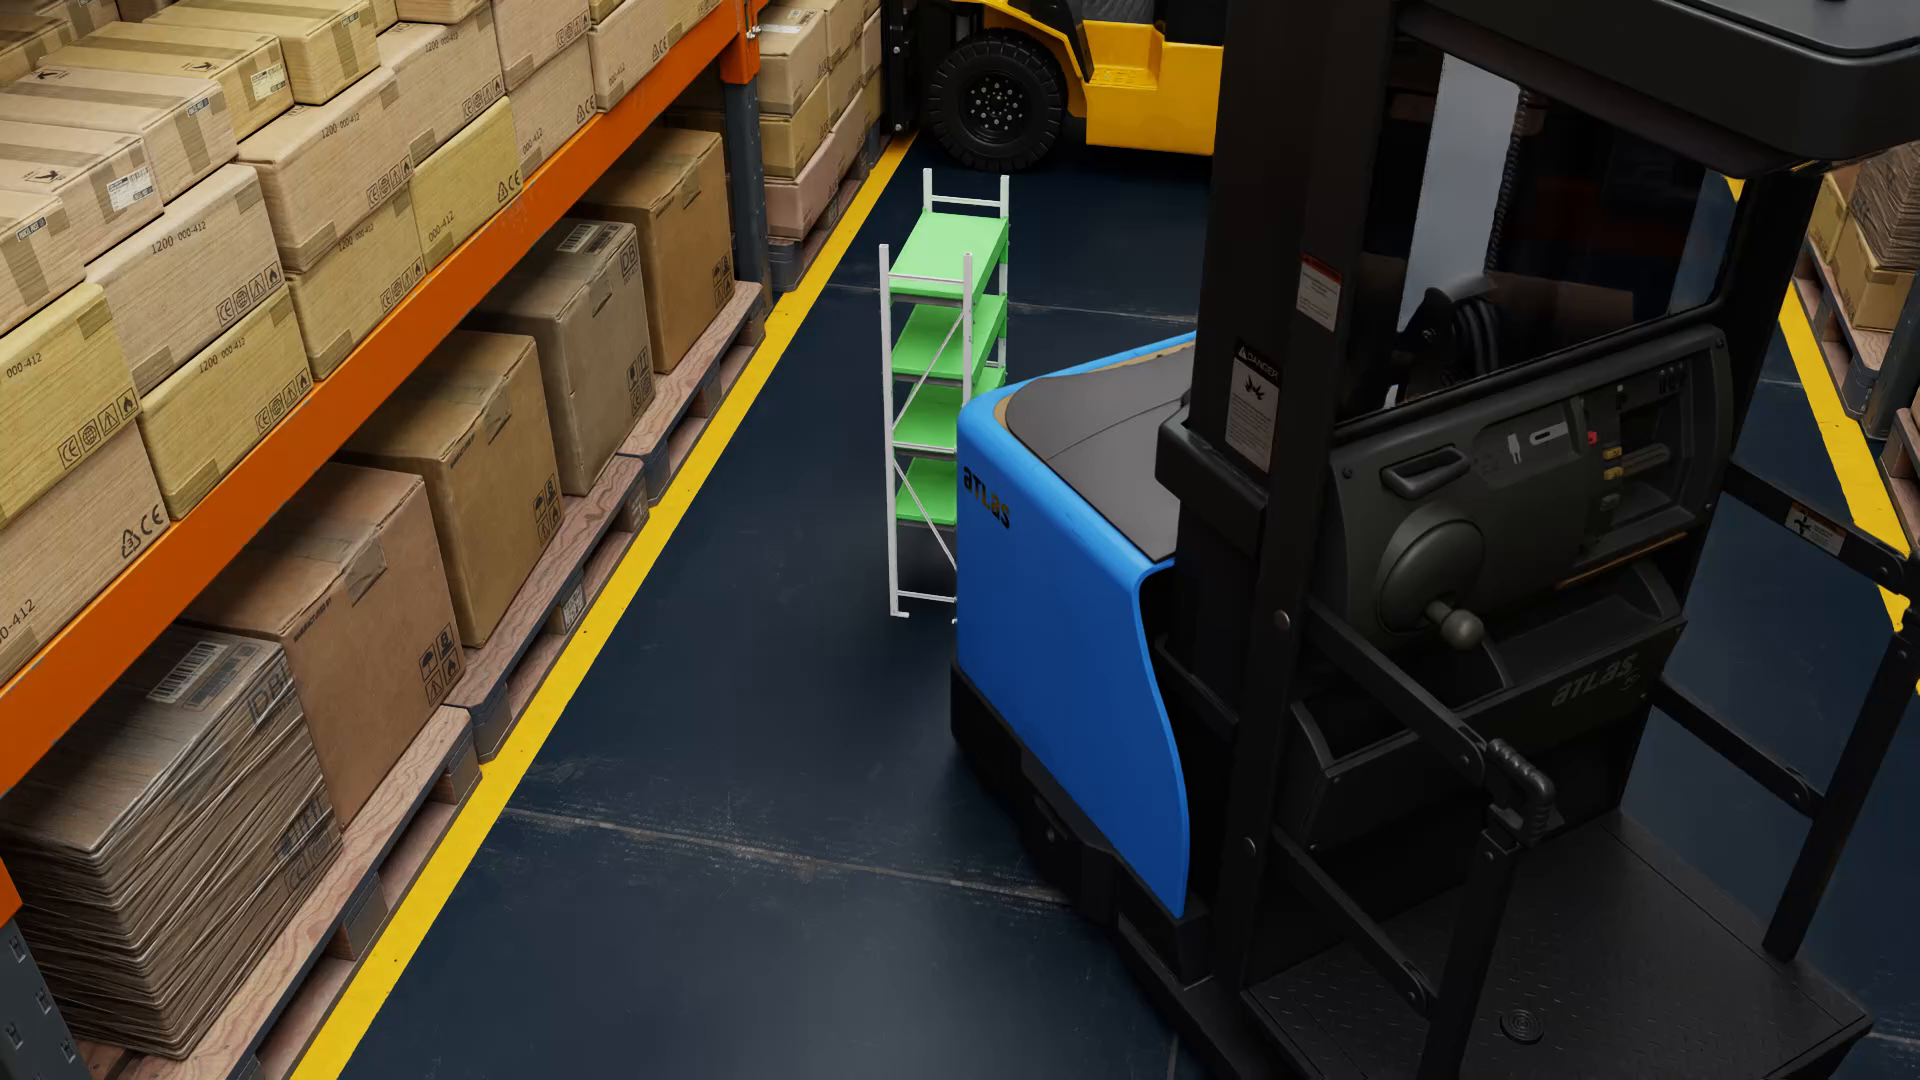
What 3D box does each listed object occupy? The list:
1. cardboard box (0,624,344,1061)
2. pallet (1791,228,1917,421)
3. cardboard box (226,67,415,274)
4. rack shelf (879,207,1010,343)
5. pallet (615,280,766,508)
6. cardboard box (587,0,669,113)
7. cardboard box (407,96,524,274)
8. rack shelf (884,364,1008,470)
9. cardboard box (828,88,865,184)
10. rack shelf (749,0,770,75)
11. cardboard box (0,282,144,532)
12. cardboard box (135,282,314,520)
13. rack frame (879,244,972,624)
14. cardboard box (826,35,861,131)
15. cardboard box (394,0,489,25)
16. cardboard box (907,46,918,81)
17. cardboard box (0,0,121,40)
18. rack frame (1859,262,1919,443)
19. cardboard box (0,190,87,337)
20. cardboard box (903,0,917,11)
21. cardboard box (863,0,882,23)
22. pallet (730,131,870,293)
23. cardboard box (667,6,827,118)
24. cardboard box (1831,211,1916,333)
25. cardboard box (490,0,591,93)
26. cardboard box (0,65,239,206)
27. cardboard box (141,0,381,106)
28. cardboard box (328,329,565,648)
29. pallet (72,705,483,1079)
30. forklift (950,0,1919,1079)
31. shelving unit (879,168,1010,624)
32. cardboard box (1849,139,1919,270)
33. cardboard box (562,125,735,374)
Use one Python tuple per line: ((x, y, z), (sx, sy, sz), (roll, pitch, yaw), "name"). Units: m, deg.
((-1.937, 0.582, 3.557), (0.875, 0.625, 0.625), (8, 37, 11), "cardboard box")
((3.729, -0.787, 6.157), (1.003, 0.211, 1.213), (7, 37, 10), "pallet")
((-1.513, -0.804, 3.505), (0.500, 0.250, 0.500), (6, 36, 9), "cardboard box")
((-0.035, -0.728, 4.523), (0.258, 0.148, 0.480), (7, 37, 10), "rack shelf")
((-1.349, -0.591, 5.885), (1.003, 0.211, 1.213), (7, 37, 10), "pallet")
((-1.183, -1.476, 4.858), (0.500, 0.250, 0.500), (7, 37, 10), "cardboard box")
((-1.422, -0.898, 4.061), (0.500, 0.250, 0.500), (8, 37, 11), "cardboard box")
((-0.035, -0.339, 4.804), (0.258, 0.148, 0.480), (7, 37, 10), "rack shelf")
((-0.709, -1.733, 7.070), (0.500, 0.250, 0.500), (7, 36, 9), "cardboard box")
((-0.802, -3.002, 7.450), (1.077, 0.370, 4.000), (7, 37, 10), "rack shelf")
((-1.726, -0.216, 2.694), (0.500, 0.250, 0.500), (7, 37, 10), "cardboard box")
((-1.638, -0.305, 3.242), (0.500, 0.250, 0.500), (7, 36, 9), "cardboard box")
((-0.087, -0.251, 4.574), (0.240, 1.200, 0.015), (7, 37, 10), "rack frame")
((-0.719, -1.934, 6.921), (0.500, 0.250, 0.500), (7, 37, 10), "cardboard box")
((-1.310, -1.329, 3.889), (0.380, 0.149, 0.250), (6, 36, 9), "cardboard box")
((-0.487, -2.318, 7.877), (0.500, 0.250, 0.500), (8, 37, 11), "cardboard box")
((-2.063, -1.117, 3.597), (0.380, 0.149, 0.250), (7, 36, 9), "cardboard box")
((3.621, -1.527, 4.801), (1.000, 3.000, 0.127), (7, 37, 10), "rack frame")
((-1.672, -0.456, 2.685), (0.380, 0.149, 0.250), (8, 37, 11), "cardboard box")
((-0.491, -2.510, 7.716), (0.500, 0.250, 0.500), (7, 37, 10), "cardboard box")
((-0.605, -2.425, 7.173), (0.500, 0.250, 0.500), (9, 37, 12), "cardboard box")
((-1.019, -1.469, 7.097), (1.003, 0.211, 1.213), (7, 37, 10), "pallet")
((-0.820, -1.847, 6.375), (0.500, 0.250, 0.500), (7, 36, 9), "cardboard box")
((3.484, -0.956, 5.999), (0.500, 0.250, 0.500), (9, 37, 12), "cardboard box")
((-1.302, -1.387, 4.310), (0.500, 0.250, 0.500), (8, 37, 11), "cardboard box")
((-1.599, -0.758, 3.102), (0.380, 0.149, 0.250), (8, 37, 10), "cardboard box")
((-1.463, -1.044, 3.497), (0.380, 0.149, 0.250), (8, 37, 11), "cardboard box")
((-1.662, -0.180, 4.608), (0.875, 0.625, 0.625), (6, 36, 8), "cardboard box")
((-1.870, 0.808, 3.955), (1.003, 0.211, 1.213), (7, 37, 10), "pallet")
((1.136, -0.031, 2.795), (1.130, 2.935, 3.031), (-18, 40, -23), "forklift")
((-0.035, -0.391, 4.767), (0.258, 1.200, 0.503), (7, 37, 10), "shelving unit")
((3.485, -1.260, 5.779), (0.500, 0.500, 0.500), (7, 36, 9), "cardboard box")
((-1.330, -1.055, 5.815), (0.875, 0.625, 0.625), (9, 37, 12), "cardboard box")
